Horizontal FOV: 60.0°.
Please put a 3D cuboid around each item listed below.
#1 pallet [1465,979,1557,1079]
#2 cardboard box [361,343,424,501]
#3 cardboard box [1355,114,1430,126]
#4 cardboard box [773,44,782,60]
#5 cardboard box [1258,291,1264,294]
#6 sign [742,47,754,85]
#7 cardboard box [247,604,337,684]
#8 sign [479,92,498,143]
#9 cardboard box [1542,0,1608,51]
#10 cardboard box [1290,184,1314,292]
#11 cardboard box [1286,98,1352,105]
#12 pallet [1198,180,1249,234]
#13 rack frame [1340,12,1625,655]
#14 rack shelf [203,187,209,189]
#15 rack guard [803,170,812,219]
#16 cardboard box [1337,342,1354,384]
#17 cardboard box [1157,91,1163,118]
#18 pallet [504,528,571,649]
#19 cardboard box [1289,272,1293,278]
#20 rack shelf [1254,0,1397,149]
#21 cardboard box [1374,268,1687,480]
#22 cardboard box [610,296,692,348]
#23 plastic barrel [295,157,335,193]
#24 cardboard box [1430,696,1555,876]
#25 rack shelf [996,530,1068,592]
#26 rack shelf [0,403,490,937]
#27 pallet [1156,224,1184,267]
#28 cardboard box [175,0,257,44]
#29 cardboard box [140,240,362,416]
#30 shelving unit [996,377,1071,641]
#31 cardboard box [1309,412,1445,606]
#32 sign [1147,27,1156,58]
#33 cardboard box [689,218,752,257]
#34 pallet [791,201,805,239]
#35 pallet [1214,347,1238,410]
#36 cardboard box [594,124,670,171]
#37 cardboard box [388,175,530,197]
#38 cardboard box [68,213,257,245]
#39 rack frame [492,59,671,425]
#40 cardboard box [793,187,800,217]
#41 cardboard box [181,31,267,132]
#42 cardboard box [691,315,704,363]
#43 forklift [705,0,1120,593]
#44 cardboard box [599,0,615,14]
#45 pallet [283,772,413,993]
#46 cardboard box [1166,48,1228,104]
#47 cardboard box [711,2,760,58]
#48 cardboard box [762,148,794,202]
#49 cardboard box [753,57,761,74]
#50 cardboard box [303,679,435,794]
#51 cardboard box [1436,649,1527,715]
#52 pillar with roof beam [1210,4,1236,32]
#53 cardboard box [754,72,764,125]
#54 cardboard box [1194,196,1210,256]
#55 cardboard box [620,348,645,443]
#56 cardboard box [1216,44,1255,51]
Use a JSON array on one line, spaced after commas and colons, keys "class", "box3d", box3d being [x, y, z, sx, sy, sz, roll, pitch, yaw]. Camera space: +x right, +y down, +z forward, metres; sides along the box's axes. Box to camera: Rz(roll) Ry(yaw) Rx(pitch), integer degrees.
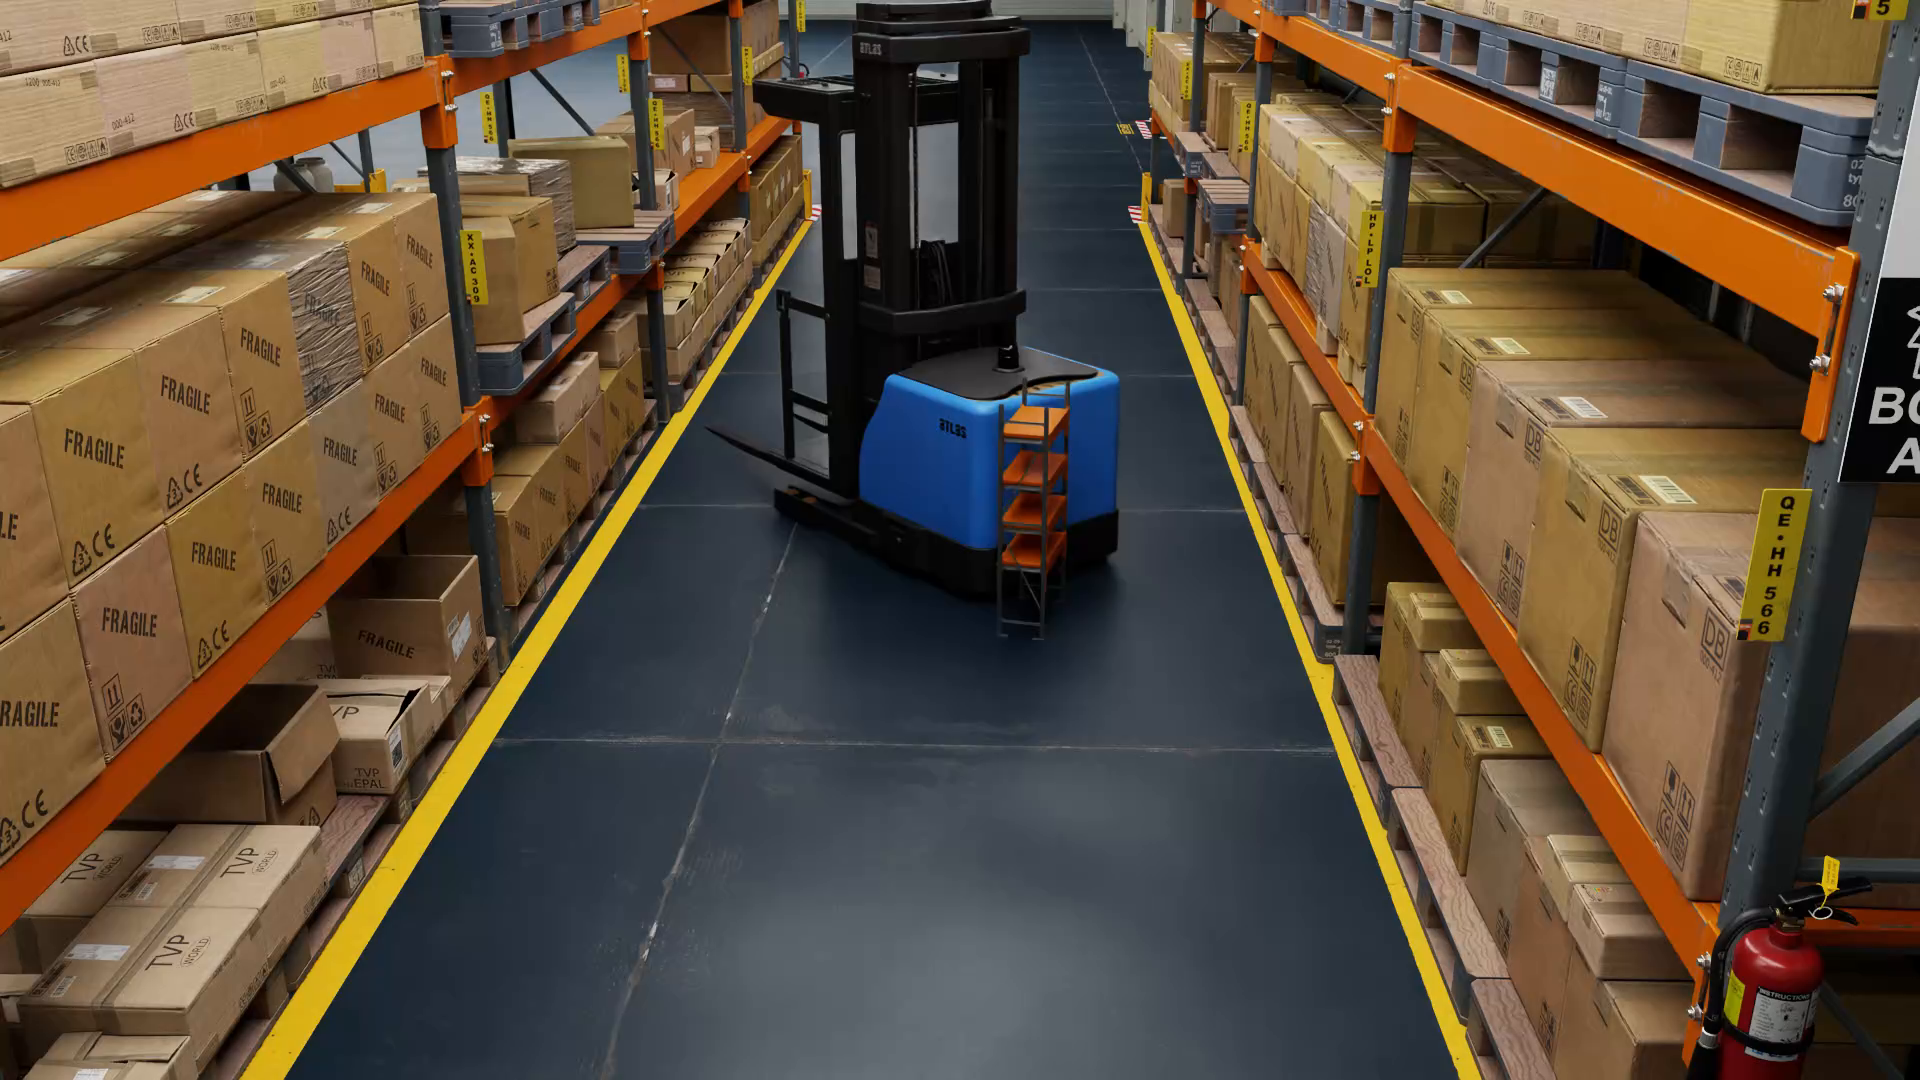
[{"class": "pallet", "box3d": [2.115, 1.724, 4.794, 1.003, 0.211, 1.213, 1, 21, 2]}, {"class": "cardboard box", "box3d": [-2.434, -0.462, 6.435, 0.500, 0.500, 0.500, 1, 21, 3]}, {"class": "cardboard box", "box3d": [2.638, -2.369, 9.873, 0.500, 0.250, 0.500, 0, 21, 0]}, {"class": "cardboard box", "box3d": [-2.124, -5.238, 17.848, 0.380, 0.149, 0.250, 1, 21, 3]}, {"class": "cardboard box", "box3d": [2.514, -1.664, 12.519, 0.700, 0.500, 0.500, 1, 21, 2]}, {"class": "sign", "box3d": [-1.875, -4.178, 14.660, 0.100, 0.325, 0.005, 1, 21, 2]}, {"class": "cardboard box", "box3d": [-2.890, 0.412, 7.428, 0.500, 0.311, 0.500, 1, 21, 2]}, {"class": "sign", "box3d": [-3.094, -2.776, 10.937, 0.100, 0.325, 0.005, 1, 21, 2]}, {"class": "cardboard box", "box3d": [1.951, -1.501, 4.593, 0.500, 0.250, 0.500, 0, 21, 0]}, {"class": "cardboard box", "box3d": [2.092, -1.643, 9.040, 0.500, 0.500, 0.500, 1, 21, 3]}, {"class": "cardboard box", "box3d": [2.393, -2.858, 11.104, 0.380, 0.149, 0.250, -2, 21, -5]}, {"class": "pallet", "box3d": [2.327, -2.348, 11.699, 1.213, 0.211, 1.003, 1, 21, 2]}, {"class": "rack frame", "box3d": [2.290, -0.732, 7.269, 1.000, 3.000, 0.127, 1, 21, 2]}, {"class": "rack shelf", "box3d": [-7.430, -2.675, 13.272, 1.077, 0.370, 4.000, 1, 21, 2]}, {"class": "rack guard", "box3d": [-2.295, -3.968, 19.063, 1.175, 0.500, 0.348, 1, 21, 2]}, {"class": "cardboard box", "box3d": [2.002, -0.841, 7.870, 0.380, 0.149, 0.250, 1, 21, 3]}, {"class": "cardboard box", "box3d": [2.300, -4.465, 17.071, 0.500, 0.250, 0.500, 0, 21, 1]}, {"class": "pallet", "box3d": [-2.674, 0.220, 8.670, 1.003, 0.211, 1.213, 1, 21, 2]}, {"class": "cardboard box", "box3d": [2.177, -1.676, 10.021, 0.380, 0.149, 0.250, 0, 21, 1]}, {"class": "rack shelf", "box3d": [2.351, -2.518, 8.721, 1.077, 0.370, 4.000, 1, 21, 2]}, {"class": "cardboard box", "box3d": [2.258, -0.676, 6.710, 0.980, 0.700, 0.700, 1, 21, 2]}, {"class": "cardboard box", "box3d": [-2.230, -1.593, 11.934, 0.500, 0.311, 0.500, 1, 21, 3]}, {"class": "plastic barrel", "box3d": [-7.191, -3.977, 18.491, 0.421, 0.512, 0.421, 0, 21, 0]}, {"class": "cardboard box", "box3d": [2.129, 0.874, 6.005, 0.700, 0.500, 0.500, 1, 21, 3]}, {"class": "rack shelf", "box3d": [0.366, 0.090, 8.372, 0.258, 0.148, 0.480, 6, 22, 14]}, {"class": "rack shelf", "box3d": [-2.722, 0.273, 5.673, 1.077, 0.370, 4.000, 1, 21, 2]}, {"class": "pallet", "box3d": [2.553, -3.010, 16.995, 1.003, 0.211, 1.213, 1, 21, 2]}, {"class": "cardboard box", "box3d": [-2.457, -1.626, 4.942, 0.500, 0.250, 0.500, 1, 21, 2]}, {"class": "cardboard box", "box3d": [-2.446, -0.745, 5.782, 0.500, 0.500, 0.500, 1, 21, 2]}, {"class": "shelving unit", "box3d": [0.366, -0.157, 8.276, 0.258, 1.200, 0.503, 6, 22, 14]}, {"class": "cardboard box", "box3d": [2.180, -0.162, 8.192, 0.750, 0.750, 0.750, 1, 21, 2]}, {"class": "sign", "box3d": [2.113, -5.481, 18.310, 0.100, 0.325, 0.005, 1, 21, 2]}, {"class": "cardboard box", "box3d": [-2.144, -2.704, 14.796, 0.500, 0.311, 0.500, 1, 21, 2]}, {"class": "pallet", "box3d": [-2.278, -3.547, 18.379, 1.003, 0.211, 1.213, 1, 21, 2]}, {"class": "pallet", "box3d": [2.437, -1.161, 12.229, 1.003, 0.211, 1.213, 1, 21, 2]}, {"class": "cardboard box", "box3d": [-2.505, -2.885, 12.680, 0.500, 0.500, 0.500, 0, 21, -1]}, {"class": "cardboard box", "box3d": [-2.669, -1.667, 8.960, 0.700, 0.500, 0.500, -5, 22, -12]}, {"class": "cardboard box", "box3d": [-2.972, -0.944, 6.296, 0.500, 0.500, 0.500, 0, 21, 0]}, {"class": "rack frame", "box3d": [-2.540, -2.232, 11.134, 1.000, 3.000, 0.127, 1, 21, 2]}, {"class": "cardboard box", "box3d": [-2.020, -3.660, 18.036, 0.500, 0.250, 0.500, 1, 21, 2]}, {"class": "cardboard box", "box3d": [-2.463, -1.393, 5.033, 0.500, 0.250, 0.500, 1, 21, 2]}, {"class": "cardboard box", "box3d": [-2.216, -1.513, 12.503, 0.500, 0.250, 0.500, 0, 21, 0]}, {"class": "forklift", "box3d": [-0.449, -1.554, 9.483, 1.130, 2.935, 3.031, -16, 27, -36]}, {"class": "cardboard box", "box3d": [-2.535, -3.334, 9.690, 0.910, 0.500, 0.500, 1, 21, 2]}, {"class": "pallet", "box3d": [-2.717, 1.205, 6.131, 1.003, 0.211, 1.213, 1, 21, 2]}, {"class": "cardboard box", "box3d": [2.274, -4.451, 15.996, 0.500, 0.500, 0.500, 0, 21, 0]}, {"class": "cardboard box", "box3d": [-2.365, -5.034, 16.425, 0.700, 0.500, 0.500, 1, 21, 2]}, {"class": "cardboard box", "box3d": [-2.031, -3.829, 17.434, 0.500, 0.500, 0.500, 1, 21, 2]}, {"class": "cardboard box", "box3d": [-2.173, -4.682, 16.414, 0.380, 0.149, 0.250, 0, 21, 1]}, {"class": "cardboard box", "box3d": [-2.418, 0.743, 6.575, 0.500, 0.311, 0.500, 1, 21, 2]}, {"class": "cardboard box", "box3d": [1.957, 0.515, 6.034, 0.380, 0.149, 0.250, 0, 21, 0]}, {"class": "pillar with roof beam", "box3d": [-0.622, -9.822, 22.403, 9.100, 9.000, 0.400, 1, 21, 2]}, {"class": "cardboard box", "box3d": [-2.368, -4.442, 16.693, 0.700, 0.500, 0.500, 1, 21, 3]}, {"class": "cardboard box", "box3d": [2.525, -3.040, 16.065, 0.500, 0.500, 0.500, -1, 21, -2]}, {"class": "cardboard box", "box3d": [-2.333, -0.931, 10.628, 0.500, 0.500, 0.500, 1, 21, 4]}, {"class": "cardboard box", "box3d": [2.802, -4.636, 16.474, 0.500, 0.500, 0.500, 1, 21, 2]}]
